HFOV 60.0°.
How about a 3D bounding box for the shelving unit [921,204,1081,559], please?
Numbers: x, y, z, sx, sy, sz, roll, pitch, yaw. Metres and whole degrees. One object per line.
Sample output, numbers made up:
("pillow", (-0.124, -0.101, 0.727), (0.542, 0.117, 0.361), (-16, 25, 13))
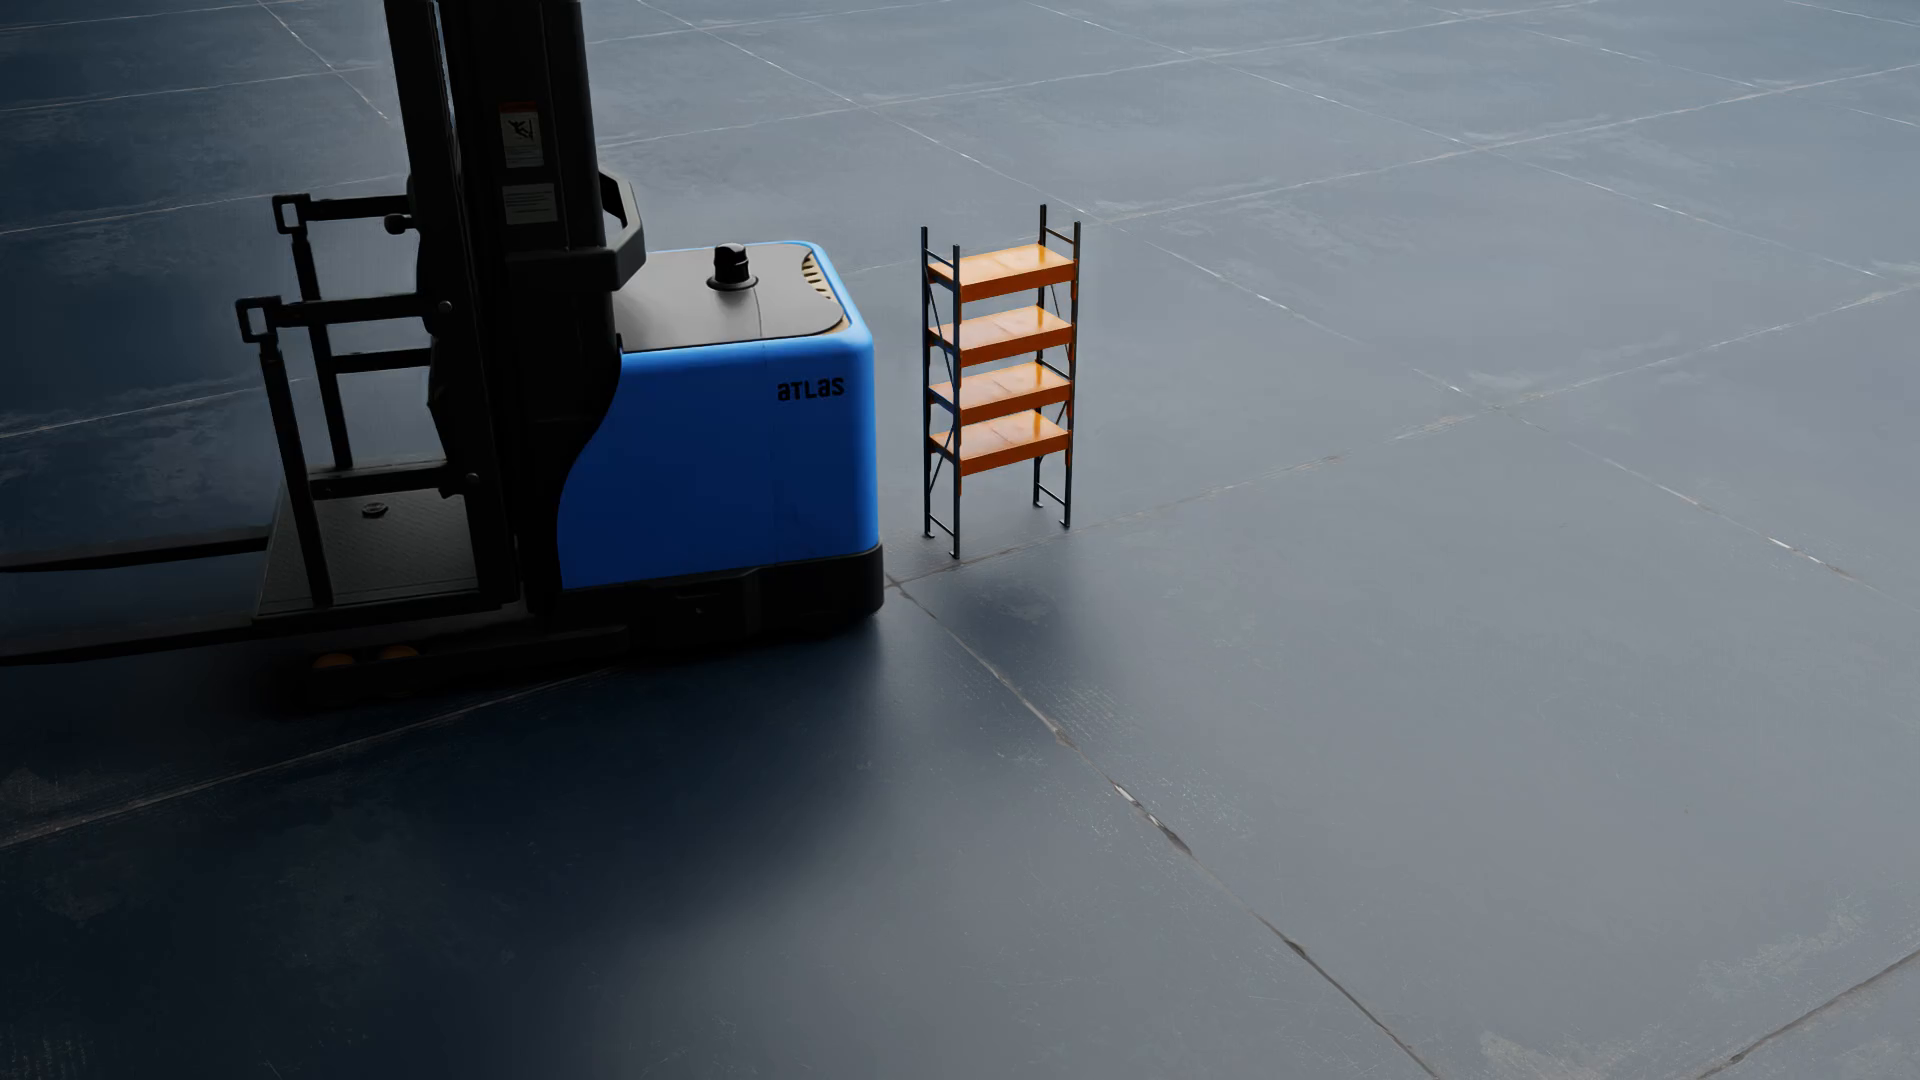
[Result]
("shelving unit", (0.143, -0.566, 6.034), (0.503, 1.200, 0.258), (-16, 33, -26))

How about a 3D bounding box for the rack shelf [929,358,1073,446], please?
("rack shelf", (0.143, -0.507, 6.066), (0.480, 0.148, 0.258), (-16, 33, -26))

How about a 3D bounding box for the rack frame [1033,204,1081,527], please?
("rack frame", (0.353, -0.626, 6.142), (0.015, 1.200, 0.240), (-16, 33, -26))

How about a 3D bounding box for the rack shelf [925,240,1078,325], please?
("rack shelf", (0.143, -0.910, 5.844), (0.480, 0.148, 0.258), (-16, 33, -26))

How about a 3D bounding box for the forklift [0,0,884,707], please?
("forklift", (-1.836, -1.036, 5.094), (3.031, 2.935, 1.130), (-7, 30, -13))

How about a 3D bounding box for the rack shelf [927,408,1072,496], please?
("rack shelf", (0.143, -0.333, 6.162), (0.480, 0.148, 0.258), (-16, 33, -26))

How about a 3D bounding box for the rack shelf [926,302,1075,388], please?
("rack shelf", (0.143, -0.703, 5.958), (0.480, 0.148, 0.258), (-16, 33, -26))

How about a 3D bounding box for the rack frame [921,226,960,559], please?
("rack frame", (-0.068, -0.506, 5.925), (0.015, 1.200, 0.240), (-16, 33, -26))
